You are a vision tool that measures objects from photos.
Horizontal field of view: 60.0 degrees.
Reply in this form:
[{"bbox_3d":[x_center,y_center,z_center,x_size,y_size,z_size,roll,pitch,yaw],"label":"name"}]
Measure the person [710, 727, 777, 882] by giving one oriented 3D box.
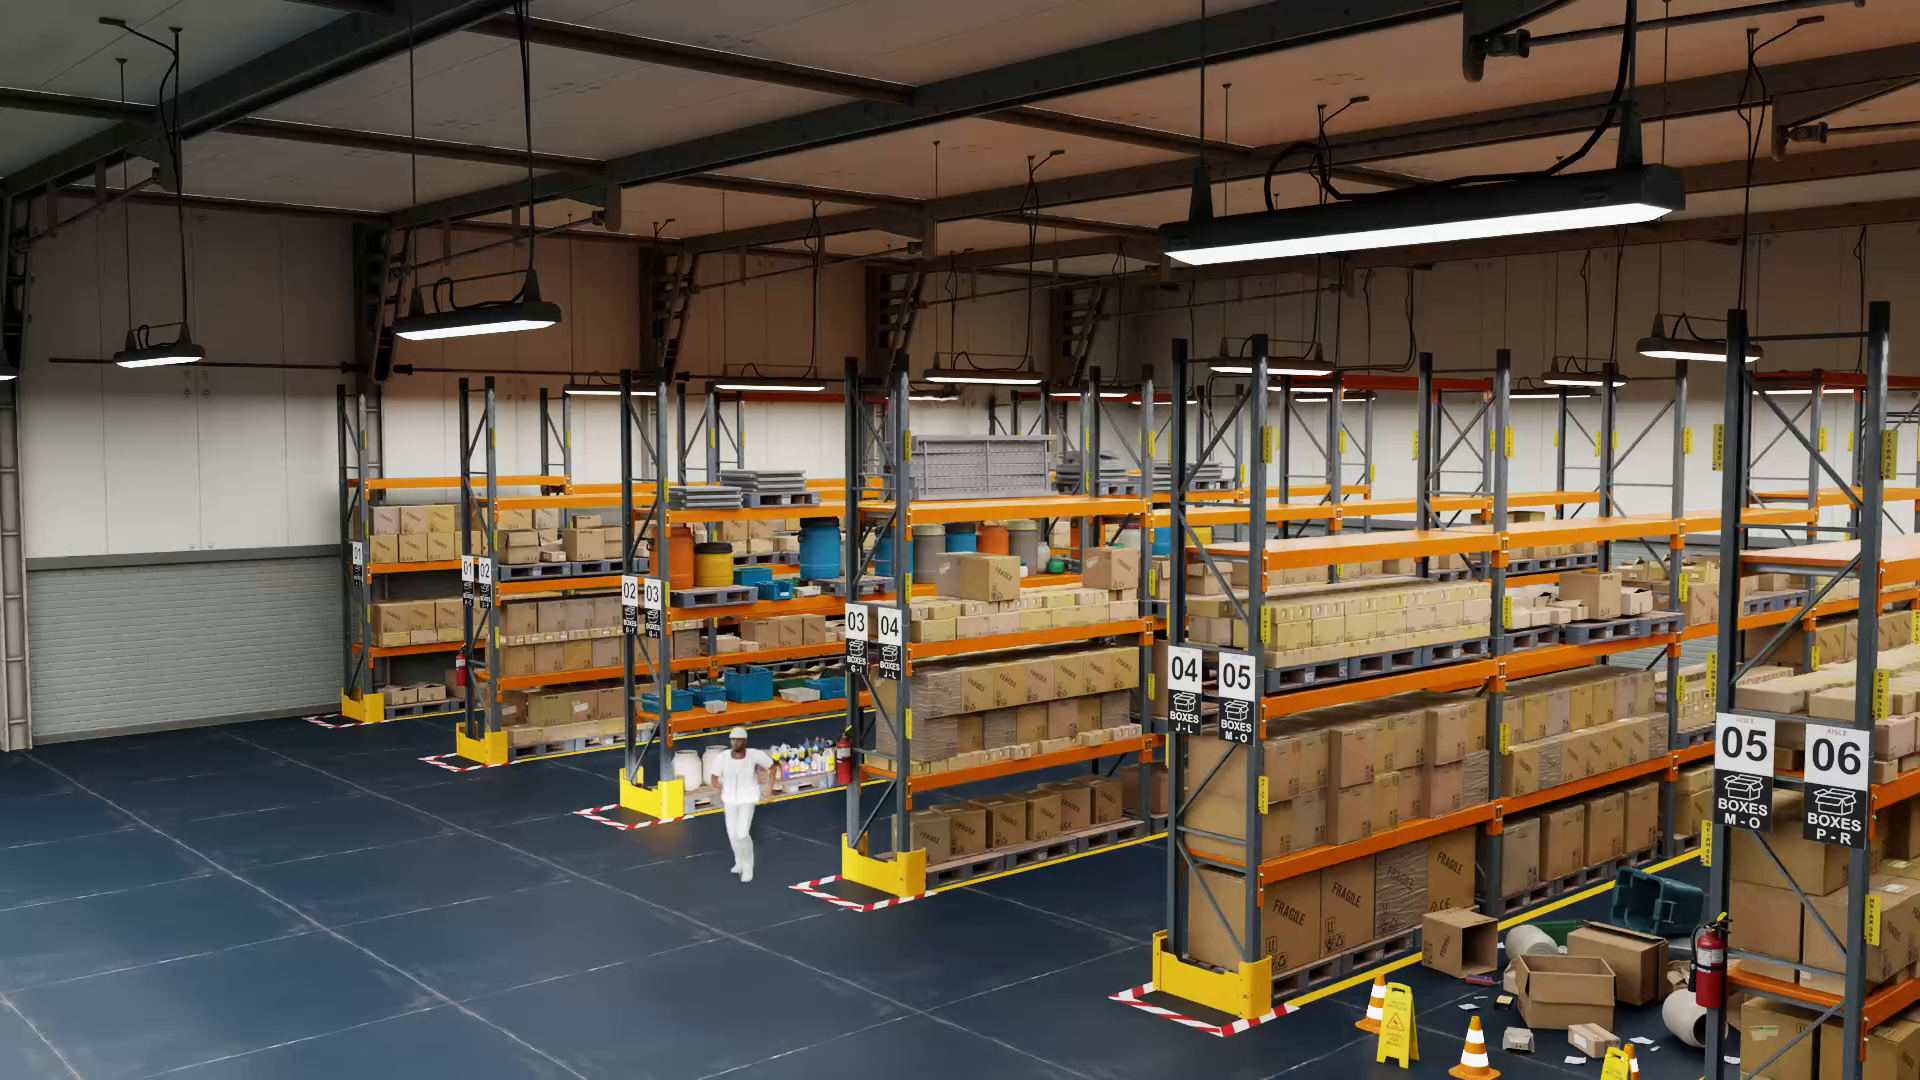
[{"bbox_3d":[-2.523,3.047,19.139,0.725,1.811,0.718,1,4,11],"label":"person"}]
